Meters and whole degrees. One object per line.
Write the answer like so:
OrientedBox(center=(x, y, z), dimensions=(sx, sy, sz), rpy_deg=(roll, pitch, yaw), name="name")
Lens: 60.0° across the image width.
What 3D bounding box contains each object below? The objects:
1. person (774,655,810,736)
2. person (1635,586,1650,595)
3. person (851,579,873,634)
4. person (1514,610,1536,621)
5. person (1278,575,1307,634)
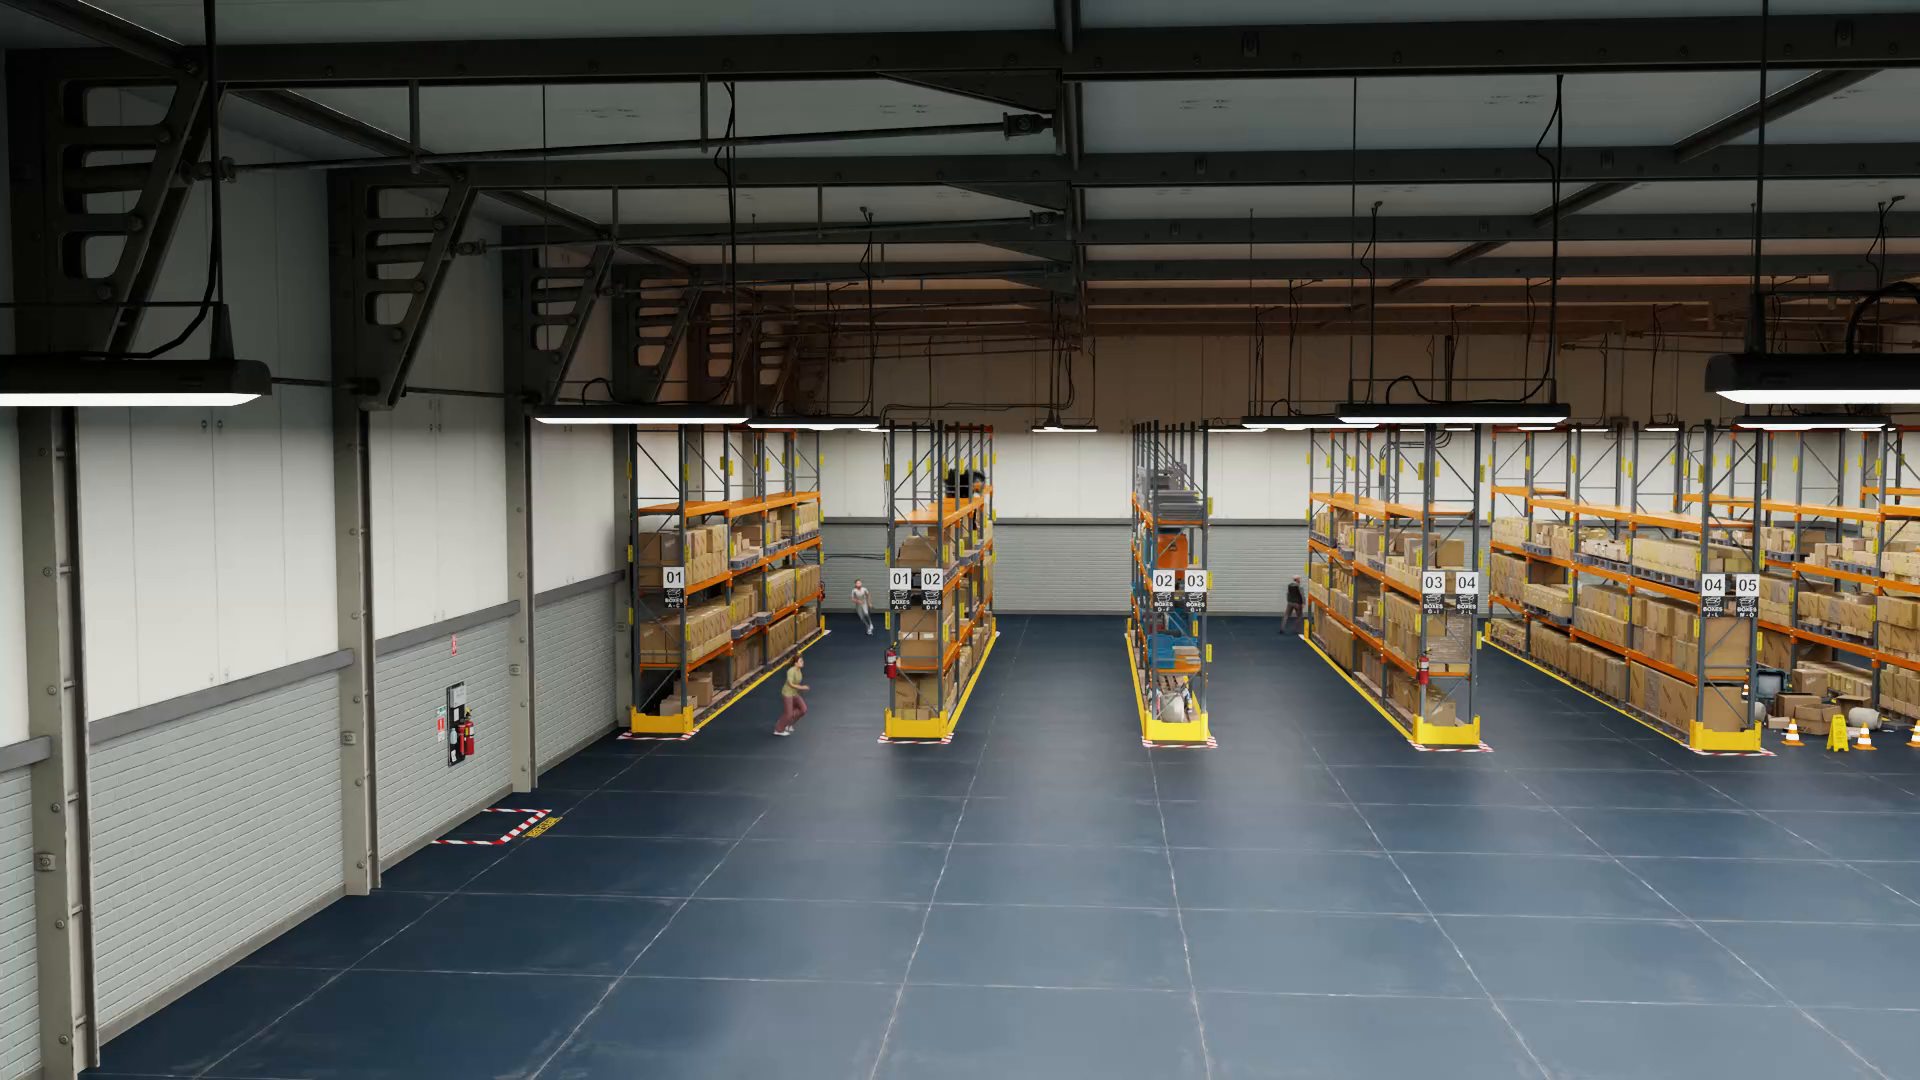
OrientedBox(center=(-3.176, 2.948, 31.574), dimensions=(0.778, 1.567, 0.575), rpy_deg=(1, 4, 22), name="person")
OrientedBox(center=(19.951, 1.741, 48.501), dimensions=(0.967, 1.762, 0.654), rpy_deg=(-1, 4, -11), name="person")
OrientedBox(center=(-2.778, 1.913, 47.283), dimensions=(0.618, 1.586, 0.640), rpy_deg=(-1, 4, -11), name="person")
OrientedBox(center=(16.338, 1.811, 48.173), dimensions=(0.879, 1.713, 0.562), rpy_deg=(-2, 4, -27), name="person")
OrientedBox(center=(9.564, 1.863, 47.857), dimensions=(0.785, 1.710, 0.522), rpy_deg=(3, 5, 43), name="person")
